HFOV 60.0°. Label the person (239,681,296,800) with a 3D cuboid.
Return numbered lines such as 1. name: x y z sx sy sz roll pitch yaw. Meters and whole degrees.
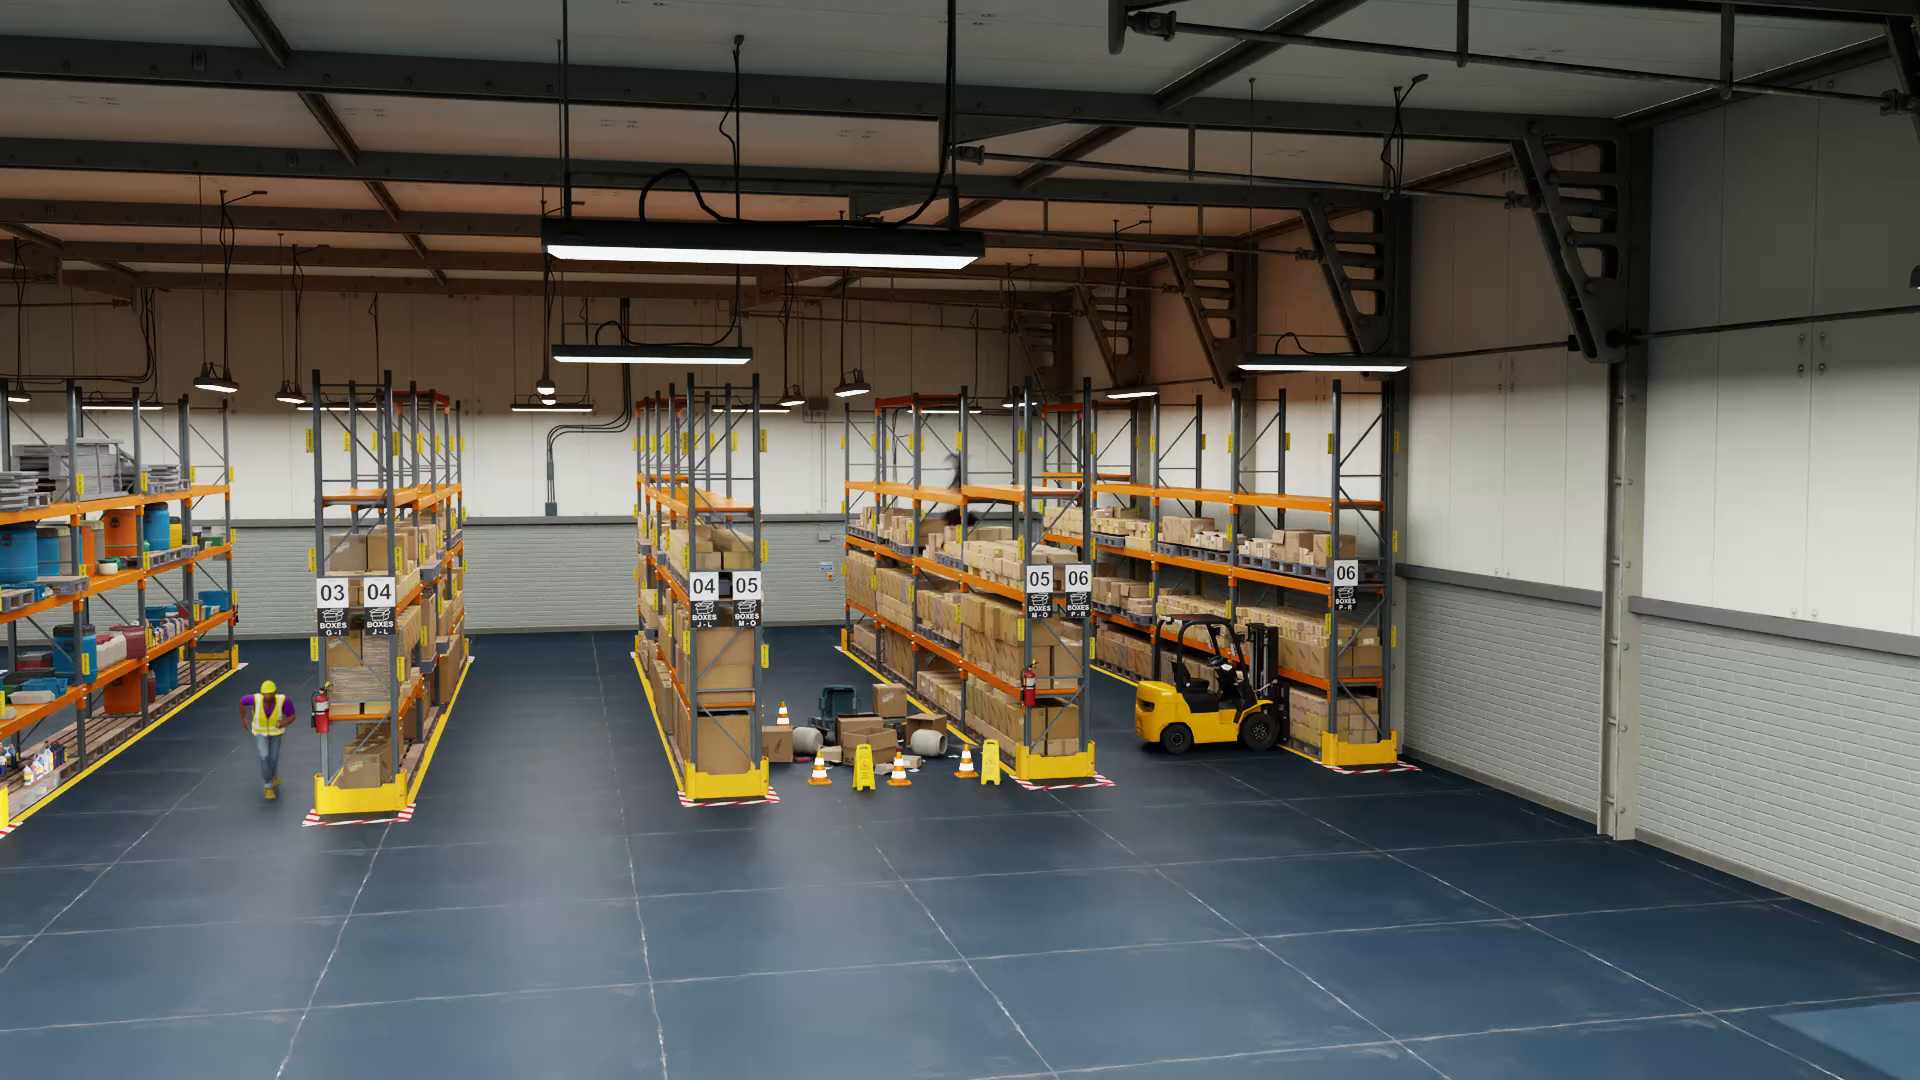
1. person: -9.882 2.824 23.759 0.747 1.716 1.046 -1 4 -23
